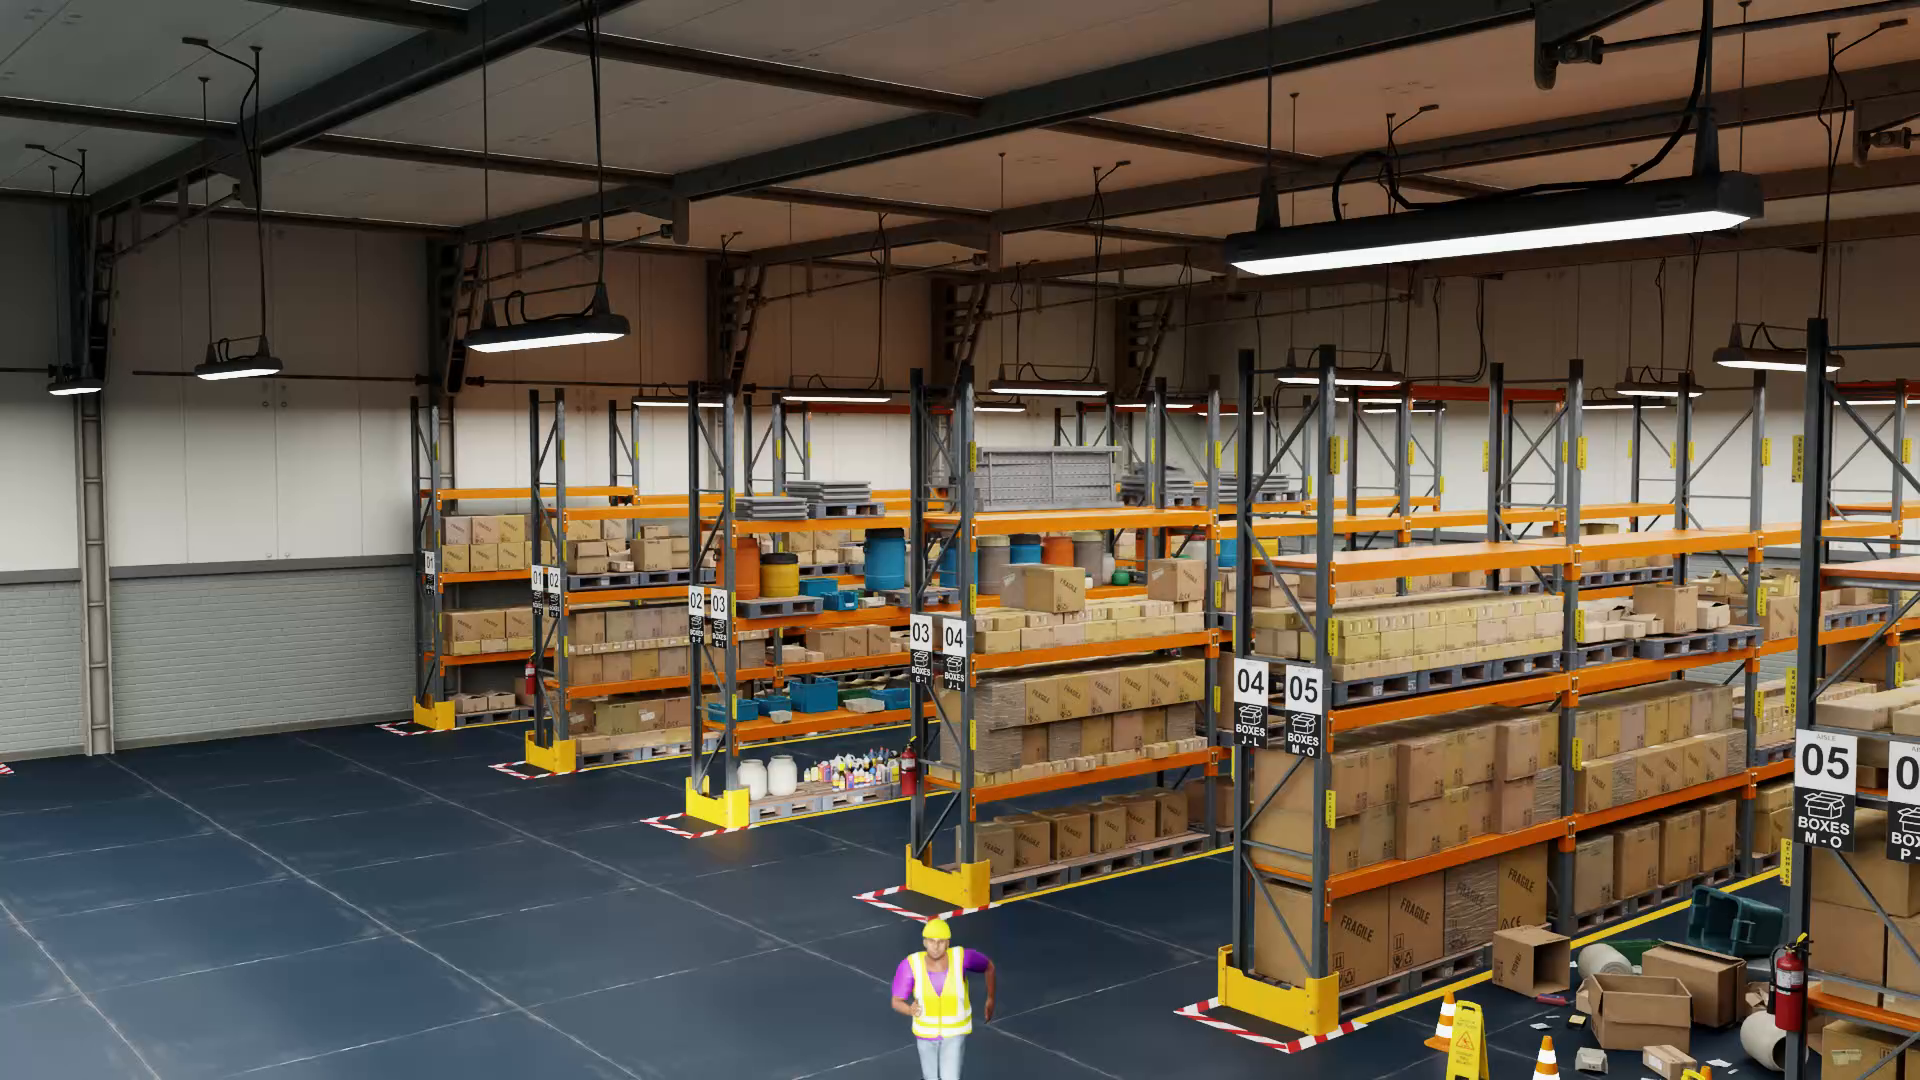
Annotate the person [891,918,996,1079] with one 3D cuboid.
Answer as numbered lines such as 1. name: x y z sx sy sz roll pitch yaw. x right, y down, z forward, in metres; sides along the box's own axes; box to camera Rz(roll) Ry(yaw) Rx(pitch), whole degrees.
1. person: -0.125 3.575 12.007 0.732 1.754 0.808 0 3 5
